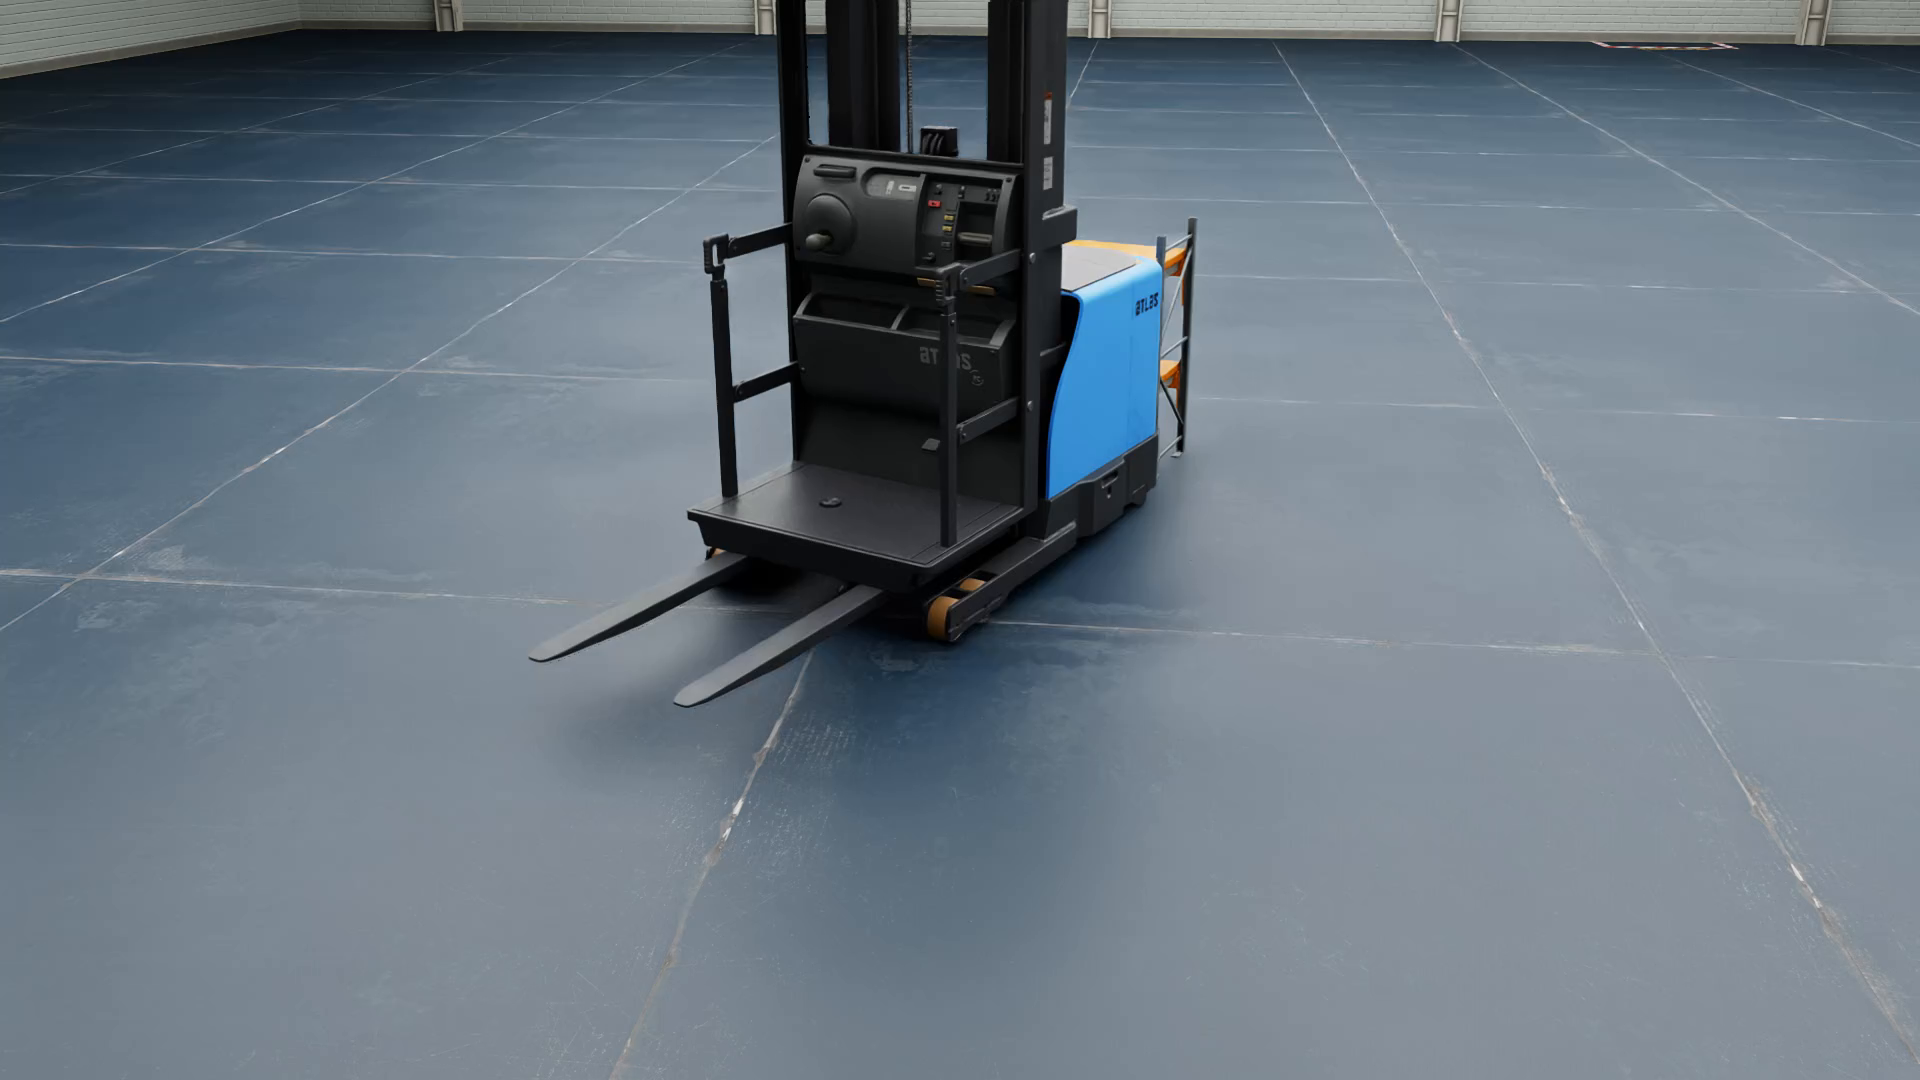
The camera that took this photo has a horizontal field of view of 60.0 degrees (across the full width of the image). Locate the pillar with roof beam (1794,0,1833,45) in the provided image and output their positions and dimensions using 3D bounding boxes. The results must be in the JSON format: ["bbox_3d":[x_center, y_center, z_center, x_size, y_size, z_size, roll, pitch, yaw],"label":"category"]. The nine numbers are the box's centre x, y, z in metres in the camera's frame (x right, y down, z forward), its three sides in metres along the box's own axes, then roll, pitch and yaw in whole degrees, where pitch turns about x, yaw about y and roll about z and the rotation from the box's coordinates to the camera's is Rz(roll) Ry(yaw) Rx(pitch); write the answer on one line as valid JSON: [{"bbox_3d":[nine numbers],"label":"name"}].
[{"bbox_3d":[13.884,-11.011,22.552,0.400,9.000,9.100,2,22,6],"label":"pillar with roof beam"}]

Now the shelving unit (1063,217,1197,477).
[{"bbox_3d":[0.507,-0.950,7.812,1.048,1.125,0.538,10,23,23],"label":"shelving unit"}]

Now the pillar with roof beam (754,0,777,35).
[{"bbox_3d":[-3.991,-11.790,24.522,0.400,9.000,9.100,2,22,6],"label":"pillar with roof beam"}]

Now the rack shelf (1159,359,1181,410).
[{"bbox_3d":[0.507,-0.723,7.901,1.000,0.278,0.538,10,23,23],"label":"rack shelf"}]

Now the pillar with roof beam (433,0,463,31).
[{"bbox_3d":[-9.949,-12.050,25.178,0.400,9.000,9.100,2,22,6],"label":"pillar with roof beam"}]

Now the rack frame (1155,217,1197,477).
[{"bbox_3d":[0.969,-0.872,7.614,0.032,1.125,0.500,10,23,23],"label":"rack frame"}]

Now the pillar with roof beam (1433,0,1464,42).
[{"bbox_3d":[7.926,-11.271,23.209,0.400,9.000,9.100,2,22,6],"label":"pillar with roof beam"}]

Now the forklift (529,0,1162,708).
[{"bbox_3d":[-0.325,-1.188,5.958,1.130,2.935,3.031,13,25,29],"label":"forklift"}]

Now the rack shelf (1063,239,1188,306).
[{"bbox_3d":[0.508,-1.223,7.705,1.000,0.278,0.538,10,23,23],"label":"rack shelf"}]

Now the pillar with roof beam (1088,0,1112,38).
[{"bbox_3d":[1.967,-11.530,23.865,0.400,9.000,9.100,2,22,6],"label":"pillar with roof beam"}]
